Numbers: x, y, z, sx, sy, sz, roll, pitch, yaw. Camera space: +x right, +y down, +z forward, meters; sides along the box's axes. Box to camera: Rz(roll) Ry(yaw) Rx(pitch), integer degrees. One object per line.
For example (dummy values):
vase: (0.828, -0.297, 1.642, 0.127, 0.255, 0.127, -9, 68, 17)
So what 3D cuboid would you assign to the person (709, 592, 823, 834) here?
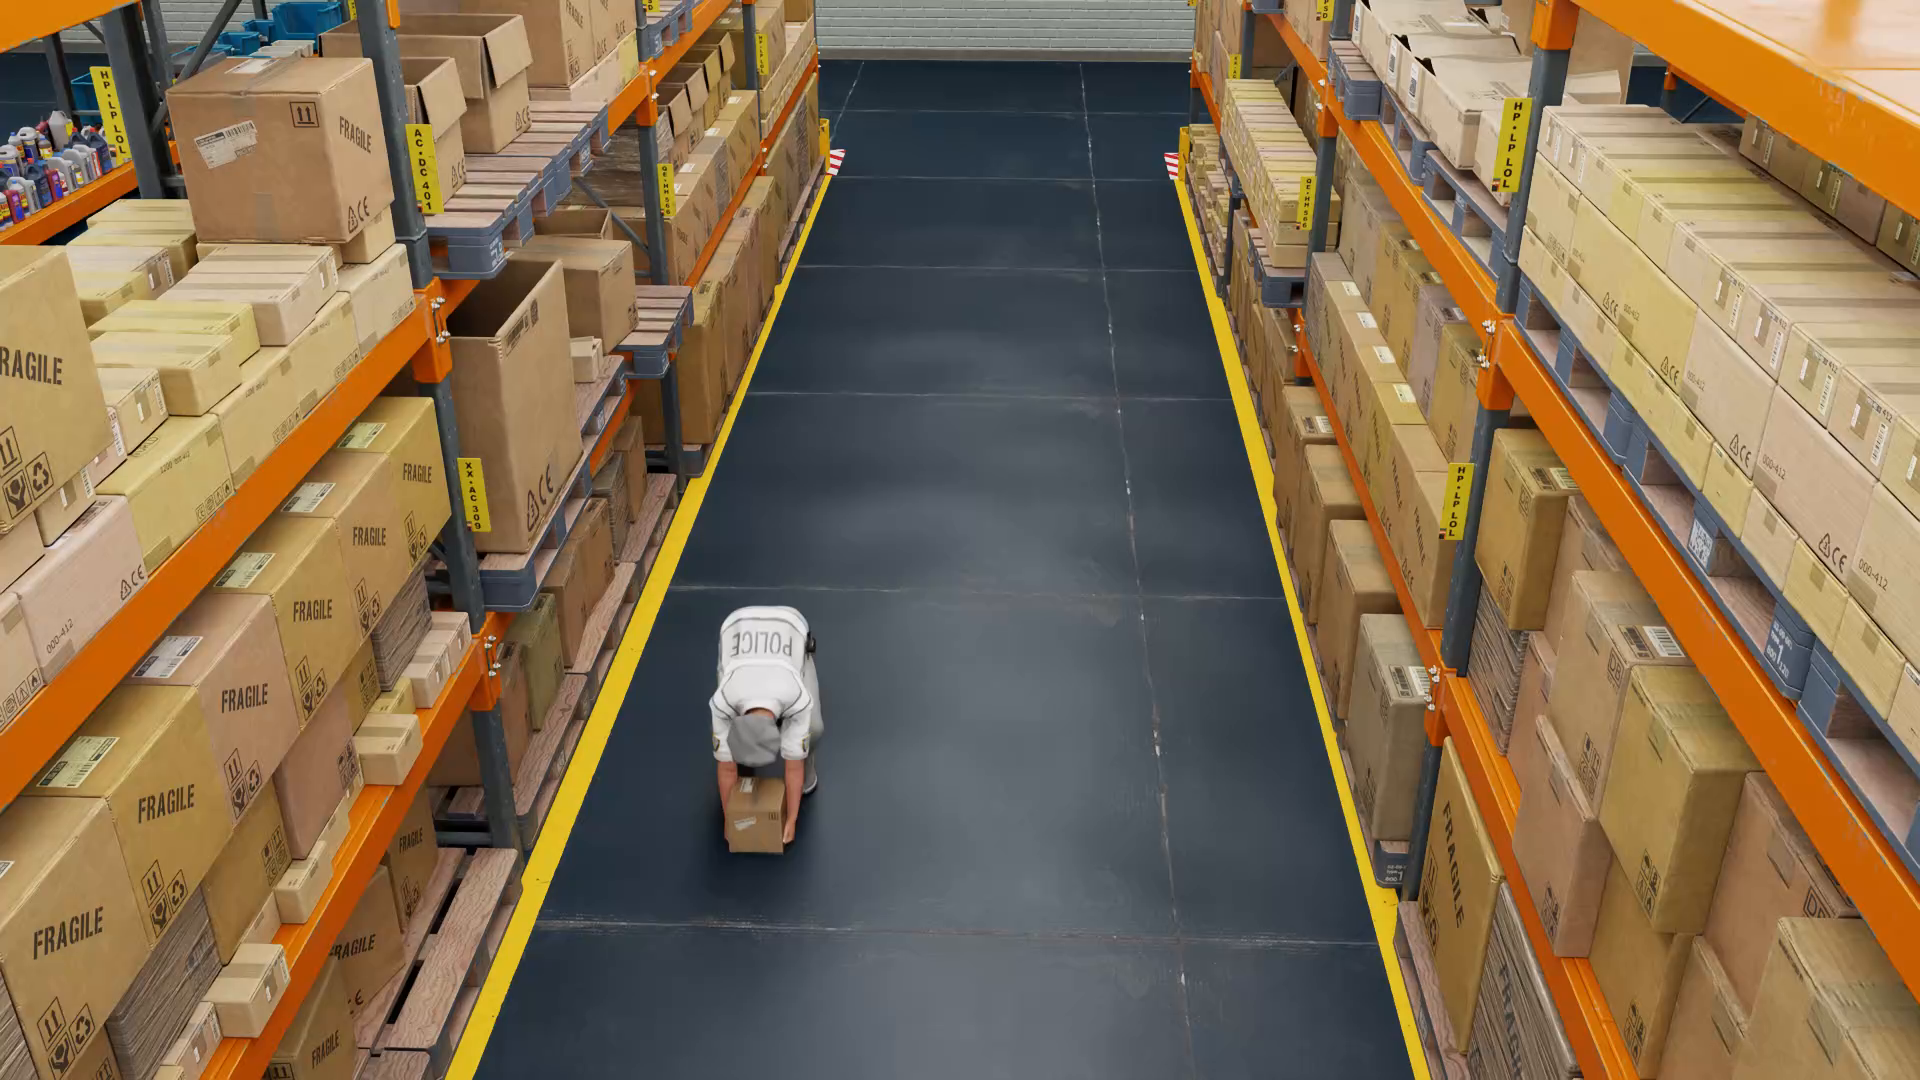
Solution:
person: (-0.923, 0.826, 7.861, 0.533, 0.994, 1.025, 0, 28, -1)
